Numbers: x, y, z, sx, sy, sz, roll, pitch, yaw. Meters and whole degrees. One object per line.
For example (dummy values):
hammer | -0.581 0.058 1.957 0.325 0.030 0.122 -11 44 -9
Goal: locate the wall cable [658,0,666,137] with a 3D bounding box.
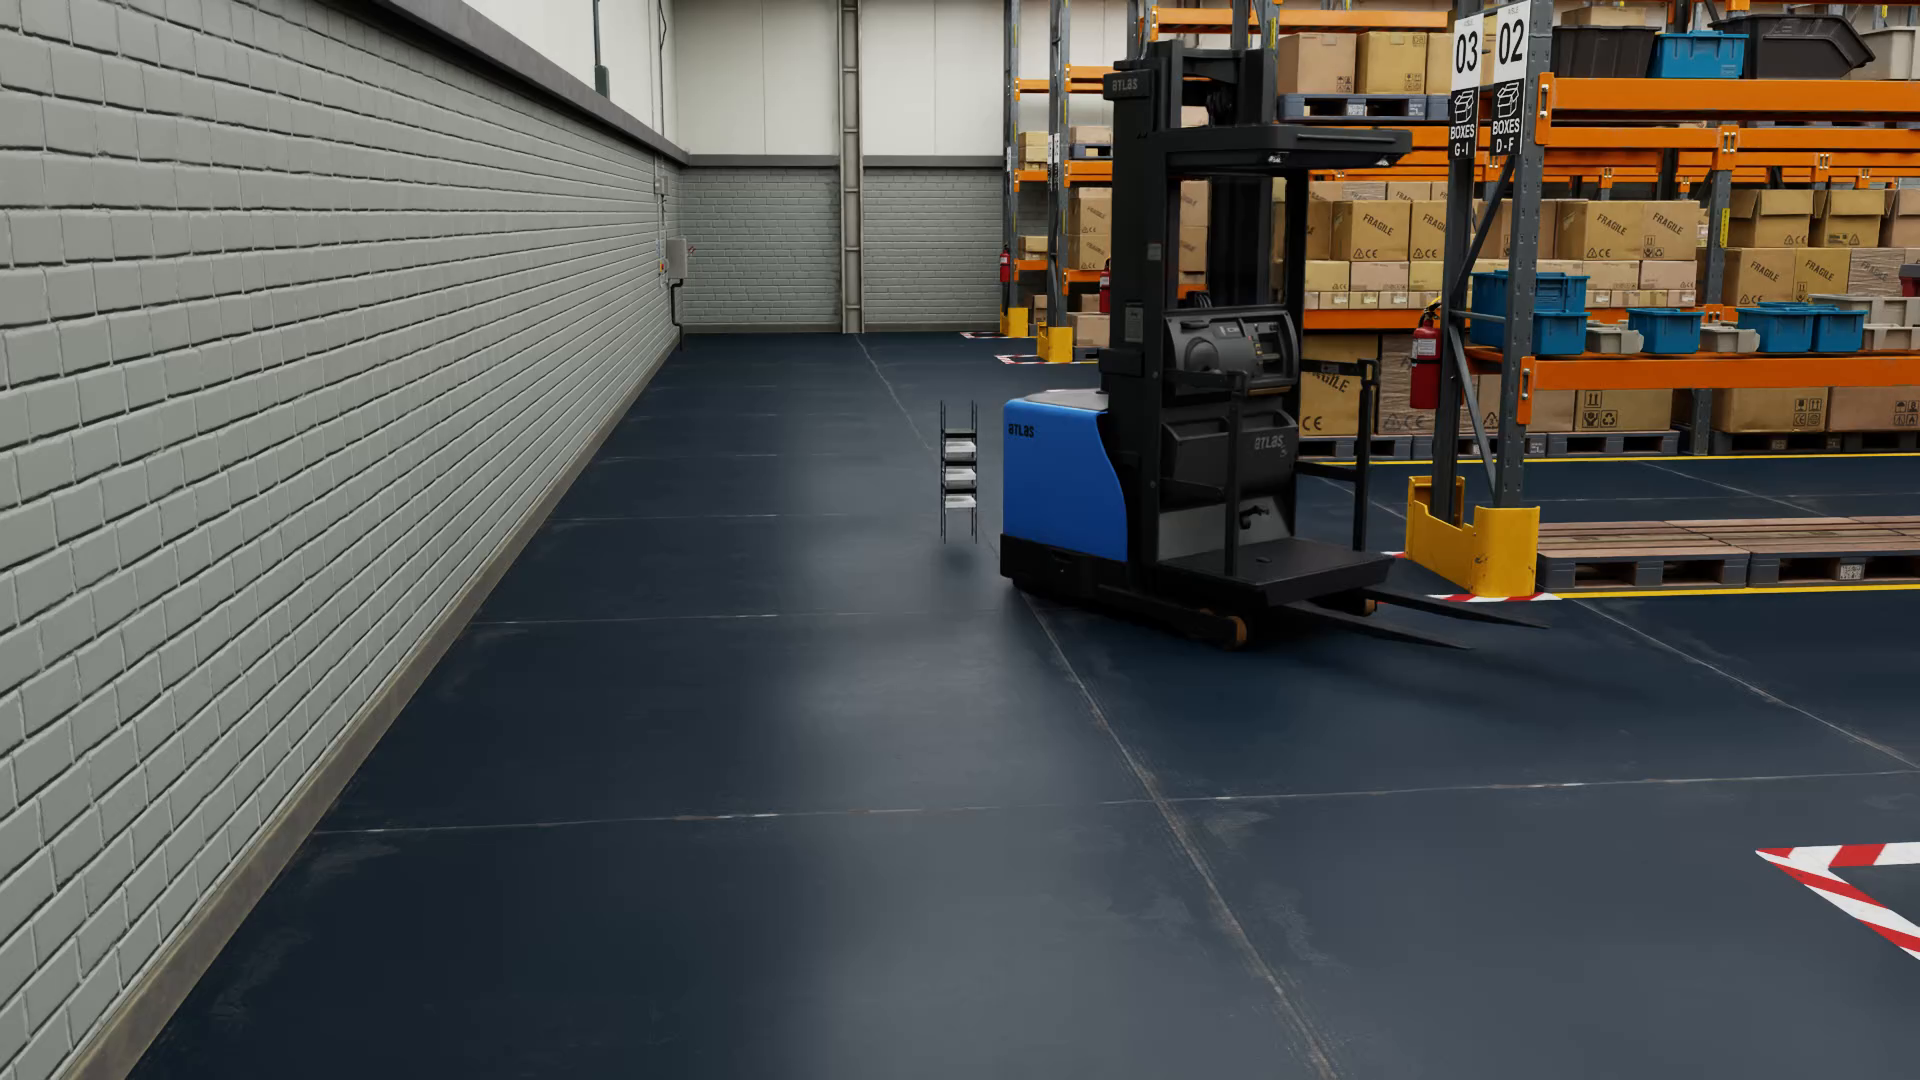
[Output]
wall cable | -4.561 -7.587 26.037 0.133 3.039 2.988 -1 11 -6

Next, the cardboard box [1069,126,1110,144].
cardboard box | 1.843 -5.799 23.852 0.500 0.250 0.500 -2 11 -11

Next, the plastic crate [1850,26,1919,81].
plastic crate | 5.247 -2.669 9.199 0.530 0.282 0.437 -1 11 -6

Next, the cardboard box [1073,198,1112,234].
cardboard box | 1.913 -4.614 23.709 0.500 0.500 0.500 -1 11 -7

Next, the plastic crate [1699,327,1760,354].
plastic crate | 4.293 -1.115 9.293 0.298 0.136 0.250 -1 11 -6

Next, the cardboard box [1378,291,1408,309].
cardboard box | 3.632 -2.056 14.200 0.250 0.149 0.380 -1 11 -7

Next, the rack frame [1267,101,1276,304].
rack frame | 2.475 -2.218 14.375 0.127 3.000 1.000 -1 11 -6

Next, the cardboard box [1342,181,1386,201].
cardboard box | 4.555 -3.859 19.099 0.500 0.500 0.500 -1 11 -5

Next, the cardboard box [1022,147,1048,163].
cardboard box | 1.336 -6.571 28.360 0.500 0.250 0.500 -1 11 -7

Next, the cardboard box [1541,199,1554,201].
cardboard box | 8.363 -4.752 24.411 0.500 0.500 0.500 -1 11 -5

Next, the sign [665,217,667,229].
sign | -4.480 -4.793 25.331 0.001 0.242 0.339 -1 11 -6

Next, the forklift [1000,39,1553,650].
forklift | 1.541 -1.011 8.412 1.130 2.935 3.031 -9 14 -38

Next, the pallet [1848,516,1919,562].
pallet | 6.260 0.039 10.121 1.213 0.211 1.003 -1 11 -6

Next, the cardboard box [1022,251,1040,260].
cardboard box | 1.222 -4.901 28.675 0.250 0.149 0.380 -1 11 -7

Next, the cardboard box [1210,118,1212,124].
cardboard box | 3.023 -4.785 18.750 0.500 0.250 0.500 -1 11 -7

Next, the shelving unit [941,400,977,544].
shelving unit | -0.008 -0.441 10.780 0.210 0.900 0.258 -1 11 -6

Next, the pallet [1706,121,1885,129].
pallet | 7.358 -3.708 14.673 1.217 0.209 0.805 -2 11 -8

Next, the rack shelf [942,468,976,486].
rack shelf | -0.008 -0.409 10.787 0.200 0.077 0.258 -1 11 -6

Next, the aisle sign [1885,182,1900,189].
aisle sign | 16.869 -6.624 30.049 0.004 0.787 0.394 -1 11 -6

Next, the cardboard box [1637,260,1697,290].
cardboard box | 6.041 -2.314 14.482 0.500 0.250 0.500 -1 11 -7

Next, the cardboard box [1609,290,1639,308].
cardboard box | 5.673 -2.098 14.417 0.250 0.149 0.380 -1 11 -7

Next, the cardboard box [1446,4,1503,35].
cardboard box | 4.485 -4.402 14.158 0.500 0.250 0.500 -2 11 -8

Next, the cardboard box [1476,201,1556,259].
cardboard box | 4.941 -2.760 14.807 0.500 0.500 0.500 -2 11 -8

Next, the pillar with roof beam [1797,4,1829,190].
pillar with roof beam | 16.447 -7.680 26.606 0.400 9.000 9.100 -1 11 -6

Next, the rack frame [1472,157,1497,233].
rack frame | 6.017 -3.255 19.648 0.127 3.000 1.000 -1 11 -6

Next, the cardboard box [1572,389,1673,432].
cardboard box | 5.787 -1.467 14.971 0.875 0.875 0.875 -1 11 -6

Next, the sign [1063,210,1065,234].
sign | 1.459 -4.476 23.409 0.005 0.325 0.100 -1 11 -6

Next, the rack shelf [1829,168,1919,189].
rack shelf | 15.323 -5.529 25.306 4.000 0.370 1.077 -1 11 -6

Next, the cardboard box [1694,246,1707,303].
cardboard box | 6.887 -2.413 15.105 0.500 0.500 0.500 -1 11 -6

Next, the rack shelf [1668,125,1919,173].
rack shelf | 8.440 -3.462 14.791 4.000 0.370 1.077 -1 11 -6

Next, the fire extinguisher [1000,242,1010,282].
fire extinguisher | 0.769 -4.758 28.461 0.183 0.674 0.296 -1 11 -6

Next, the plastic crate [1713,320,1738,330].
plastic crate | 4.658 -1.244 9.946 0.250 0.136 0.298 -1 11 -6

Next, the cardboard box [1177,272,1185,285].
cardboard box | 2.398 -2.992 18.963 0.250 0.149 0.380 -1 11 -7

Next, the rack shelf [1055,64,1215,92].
rack shelf | 3.393 -6.555 23.783 4.000 0.370 1.077 -1 11 -6

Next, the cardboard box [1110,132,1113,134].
cardboard box | 2.339 -6.841 28.436 0.500 0.250 0.500 -1 11 -7

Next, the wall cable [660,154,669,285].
wall cable | -4.363 -4.767 24.706 0.122 1.984 0.588 -1 11 -6

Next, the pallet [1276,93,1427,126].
pallet | 3.212 -3.664 14.183 1.213 0.211 1.003 -1 11 -6

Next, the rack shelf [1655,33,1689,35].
rack shelf | 8.005 -5.691 19.389 4.000 0.370 1.077 -1 11 -6

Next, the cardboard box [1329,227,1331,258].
cardboard box | 4.040 -3.358 19.145 0.500 0.500 0.500 -1 11 -8

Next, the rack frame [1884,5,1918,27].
rack frame | 16.772 -8.347 30.000 0.127 3.000 1.000 -1 11 -6

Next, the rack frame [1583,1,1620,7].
rack frame | 9.358 -7.229 24.311 0.127 3.000 1.000 -1 11 -6

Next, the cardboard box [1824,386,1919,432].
cardboard box | 7.974 -1.501 15.146 0.875 0.875 1.225 -2 11 -8

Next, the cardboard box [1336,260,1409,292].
cardboard box | 3.498 -2.261 14.210 0.500 0.250 0.500 -1 11 -7

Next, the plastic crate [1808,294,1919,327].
plastic crate | 5.449 -1.326 9.991 0.530 0.282 0.437 -1 11 -6

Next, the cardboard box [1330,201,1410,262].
cardboard box | 3.479 -2.627 14.129 0.500 0.500 0.500 -1 11 -7

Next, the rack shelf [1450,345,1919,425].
rack shelf | 4.999 -0.957 9.825 4.000 0.370 1.077 -1 11 -6

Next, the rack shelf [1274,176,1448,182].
rack shelf | 6.830 -6.314 29.299 4.000 0.370 1.077 -1 11 -6
